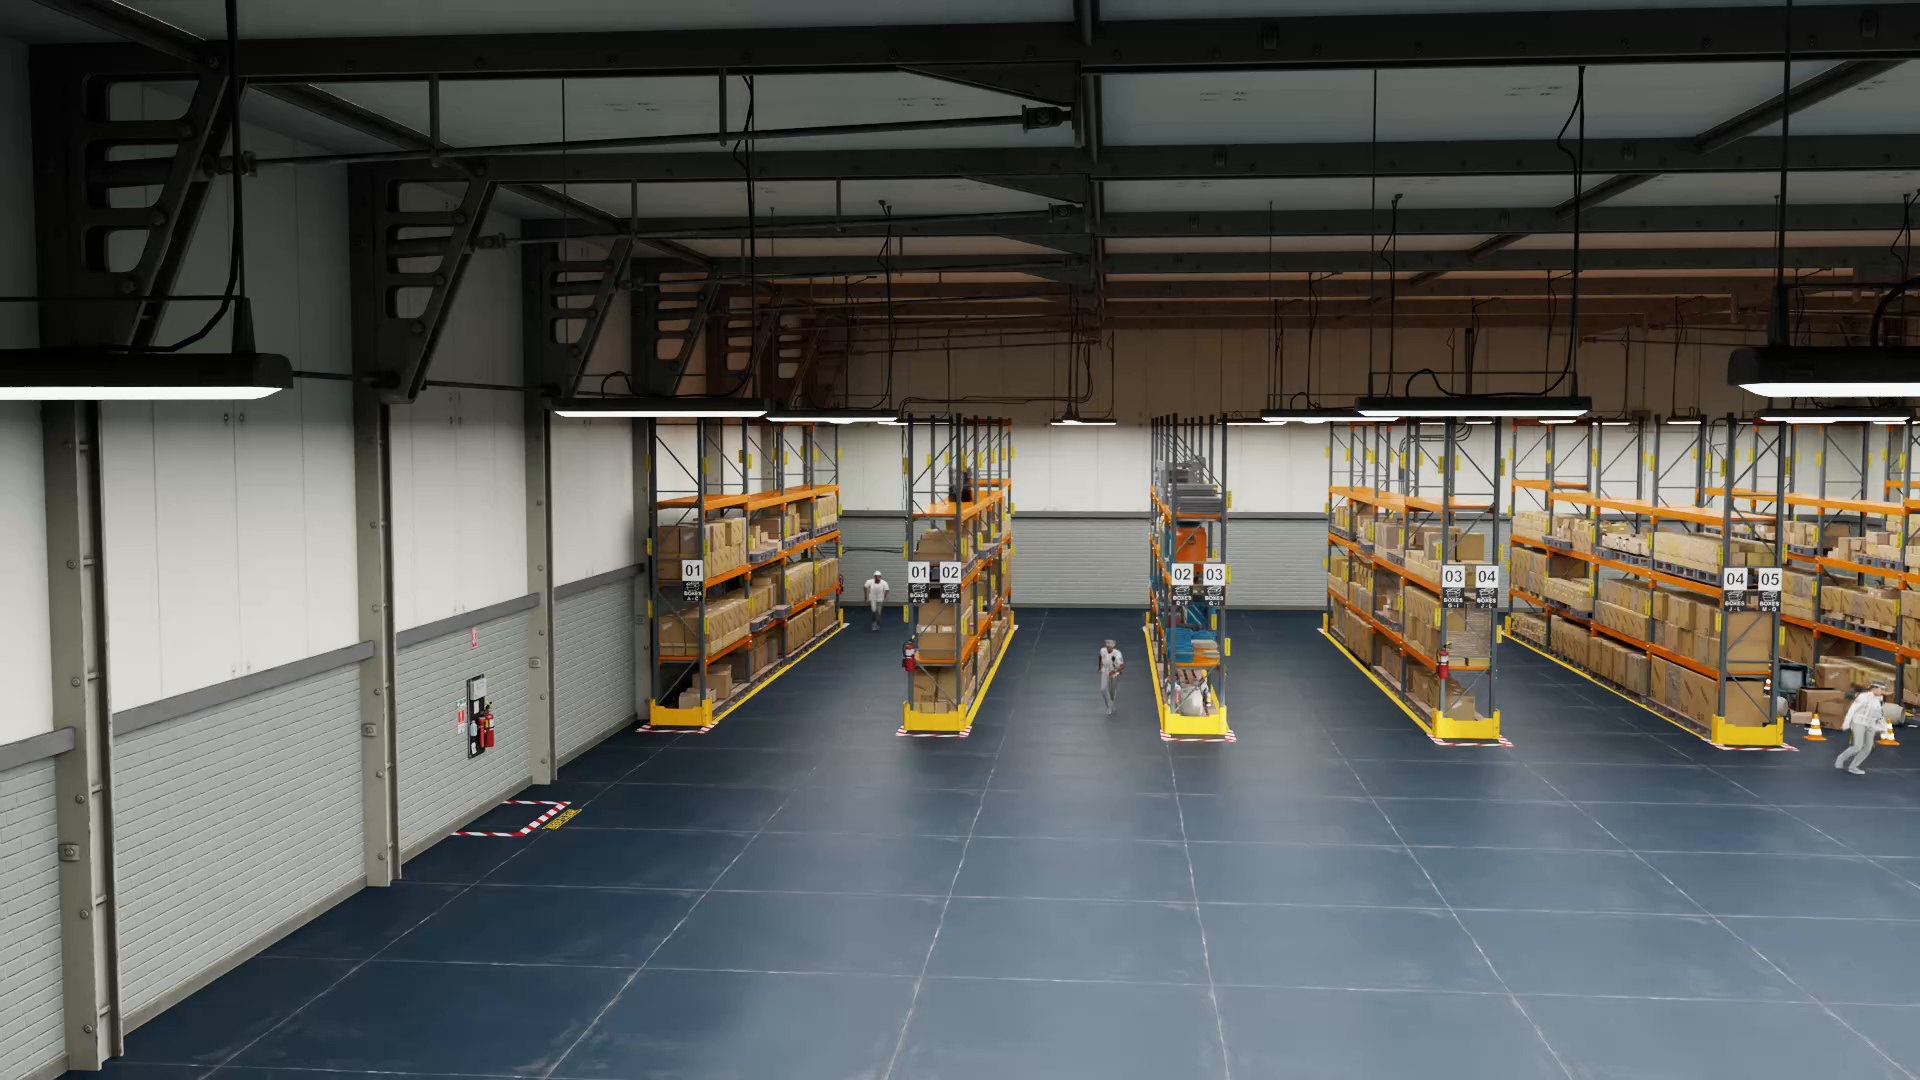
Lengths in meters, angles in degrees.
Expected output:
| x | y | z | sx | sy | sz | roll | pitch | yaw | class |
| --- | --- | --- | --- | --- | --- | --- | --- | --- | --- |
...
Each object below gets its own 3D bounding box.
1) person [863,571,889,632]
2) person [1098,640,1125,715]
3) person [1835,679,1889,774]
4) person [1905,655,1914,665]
| x | y | z | sx | sy | sz | roll | pitch | yaw | class |
| --- | --- | --- | --- | --- | --- | --- | --- | --- | --- |
| -2.350 | 1.719 | 46.907 | 0.701 | 1.730 | 0.860 | -1 | 4 | -11 | person |
| 3.055 | 2.711 | 33.496 | 0.587 | 1.508 | 1.015 | 1 | 4 | 14 | person |
| 14.894 | 3.072 | 27.422 | 0.706 | 1.589 | 0.612 | -1 | 4 | -15 | person |
| 21.918 | 2.336 | 37.948 | 0.654 | 1.689 | 0.881 | -1 | 4 | -9 | person |
